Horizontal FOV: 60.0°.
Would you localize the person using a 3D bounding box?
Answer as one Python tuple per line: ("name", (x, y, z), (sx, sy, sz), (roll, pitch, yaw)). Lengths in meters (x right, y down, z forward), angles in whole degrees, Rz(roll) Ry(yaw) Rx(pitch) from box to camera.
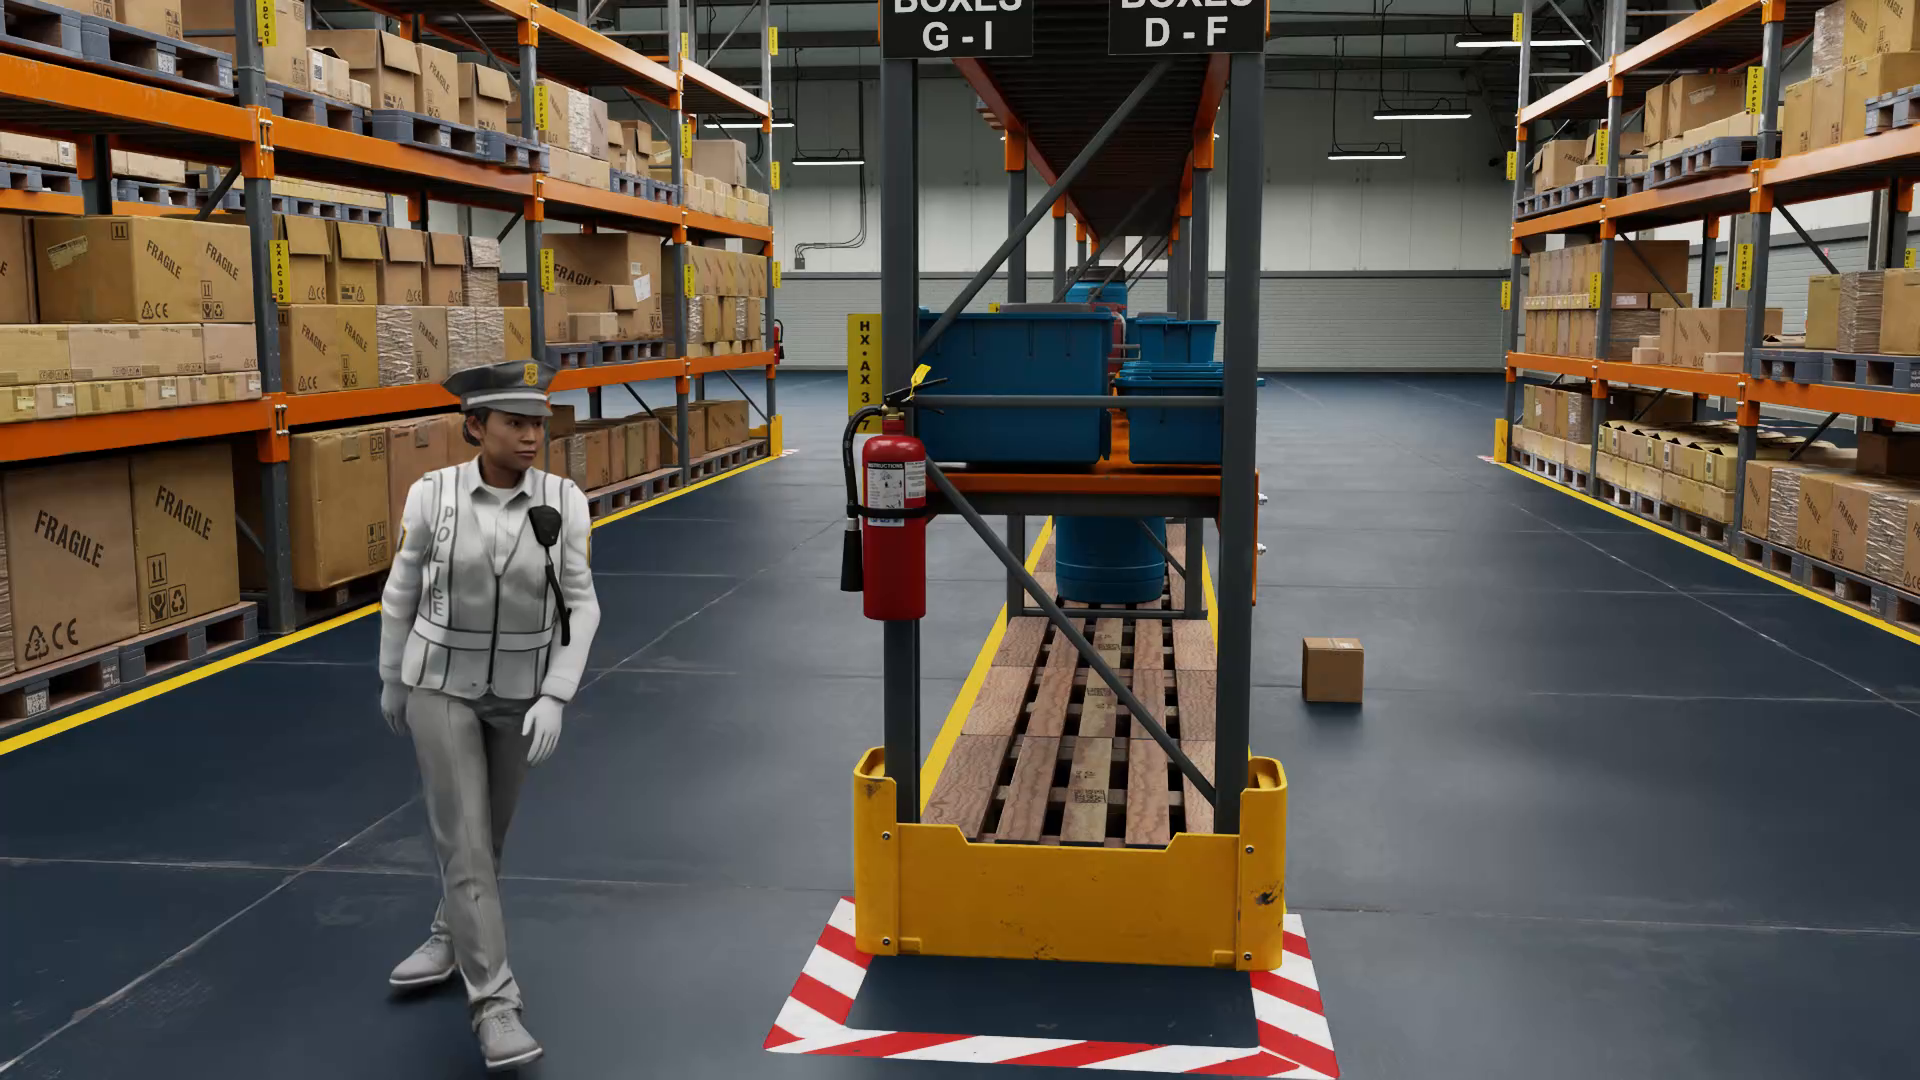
("person", (-1.112, 0.375, 4.003), (0.502, 1.618, 0.917), (-4, 9, -25))
